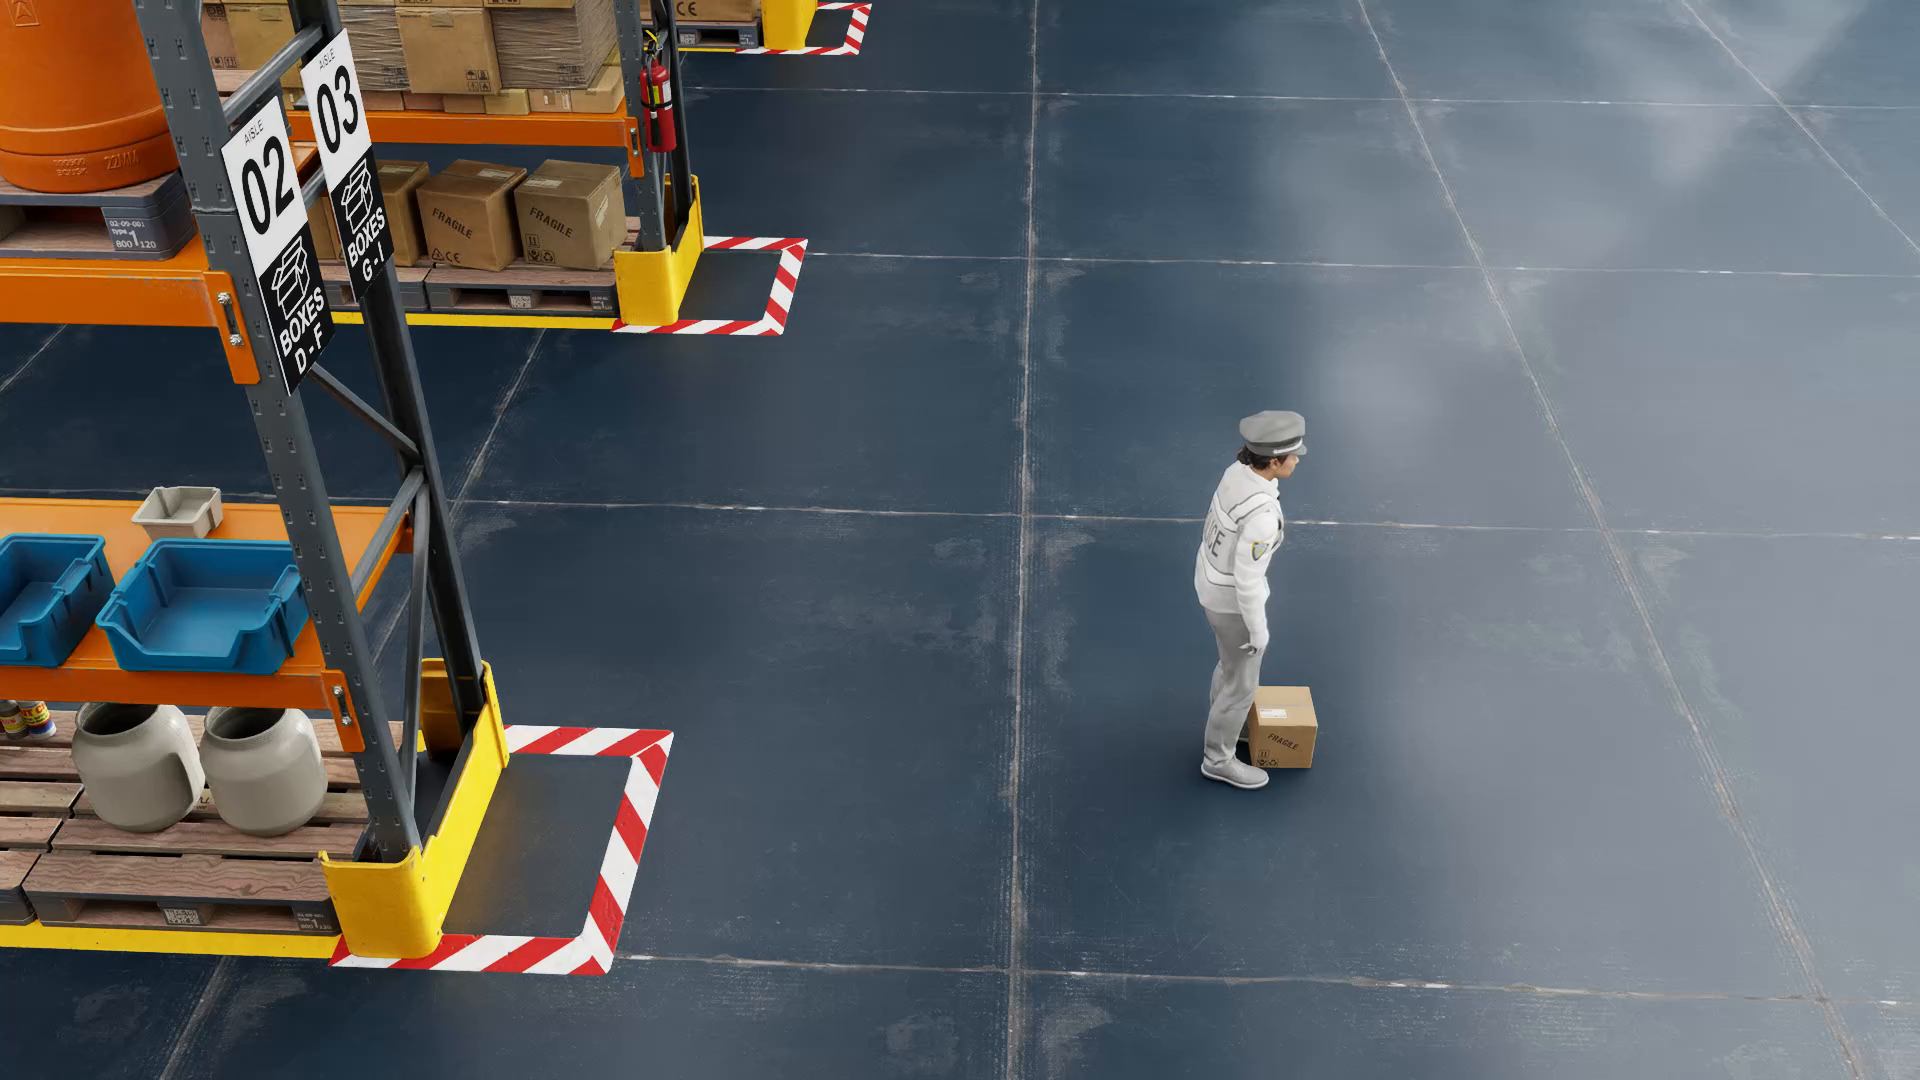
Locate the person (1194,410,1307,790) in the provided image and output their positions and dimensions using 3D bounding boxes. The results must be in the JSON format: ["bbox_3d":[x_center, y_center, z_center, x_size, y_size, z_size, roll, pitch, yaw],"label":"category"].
[{"bbox_3d":[1.168,0.230,6.791,0.411,1.665,0.547,-1,36,-1],"label":"person"}]
